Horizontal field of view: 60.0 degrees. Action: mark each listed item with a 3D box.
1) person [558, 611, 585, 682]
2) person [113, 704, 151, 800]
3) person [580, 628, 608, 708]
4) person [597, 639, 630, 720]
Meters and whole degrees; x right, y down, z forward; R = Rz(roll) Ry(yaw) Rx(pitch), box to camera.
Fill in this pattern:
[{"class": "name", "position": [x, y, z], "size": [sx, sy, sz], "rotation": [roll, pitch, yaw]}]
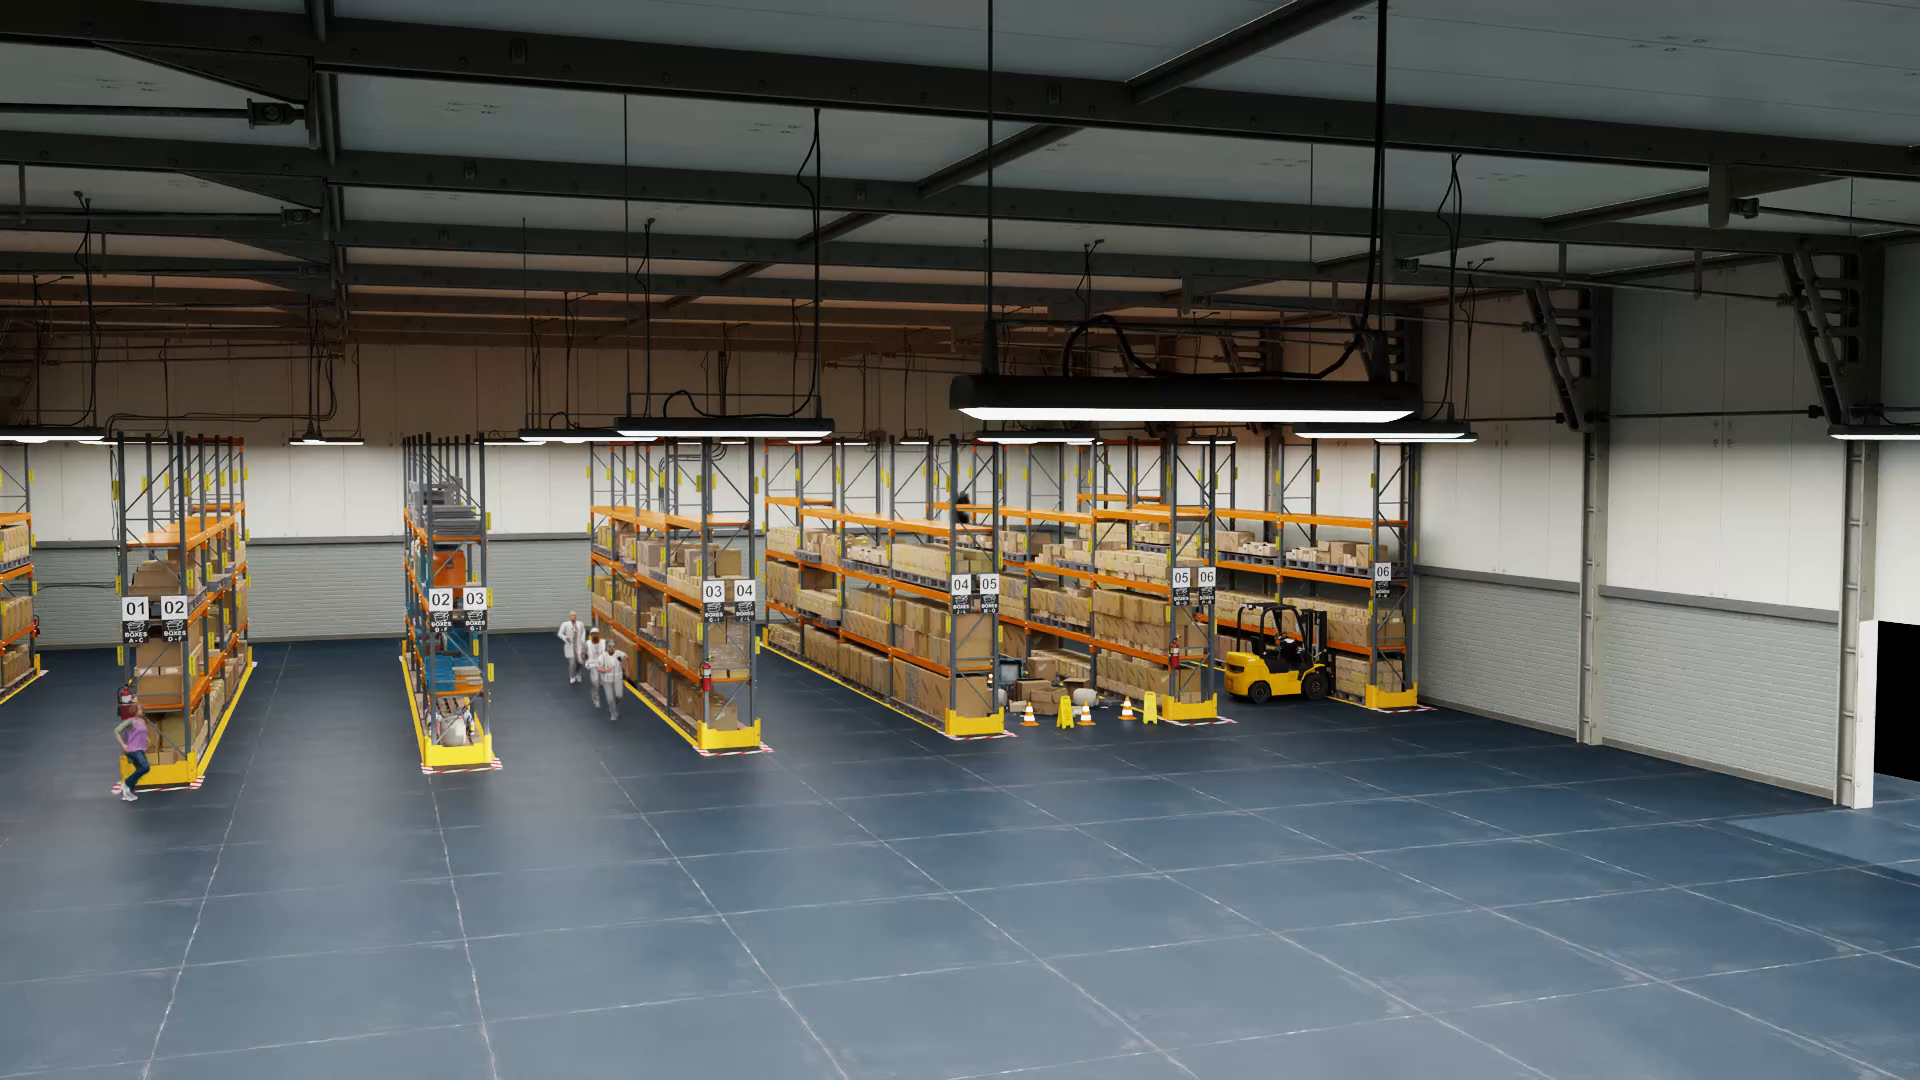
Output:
[{"class": "person", "position": [-9.390, 2.606, 40.405], "size": [0.717, 1.746, 0.654], "rotation": [-2, 4, -27]}, {"class": "person", "position": [-13.403, 3.447, 27.087], "size": [0.516, 1.545, 0.563], "rotation": [0, 3, -1]}, {"class": "person", "position": [-8.071, 2.815, 36.849], "size": [0.645, 1.753, 0.599], "rotation": [-1, 3, -23]}, {"class": "person", "position": [-7.223, 2.922, 34.696], "size": [0.700, 1.731, 0.748], "rotation": [-1, 3, -17]}]
